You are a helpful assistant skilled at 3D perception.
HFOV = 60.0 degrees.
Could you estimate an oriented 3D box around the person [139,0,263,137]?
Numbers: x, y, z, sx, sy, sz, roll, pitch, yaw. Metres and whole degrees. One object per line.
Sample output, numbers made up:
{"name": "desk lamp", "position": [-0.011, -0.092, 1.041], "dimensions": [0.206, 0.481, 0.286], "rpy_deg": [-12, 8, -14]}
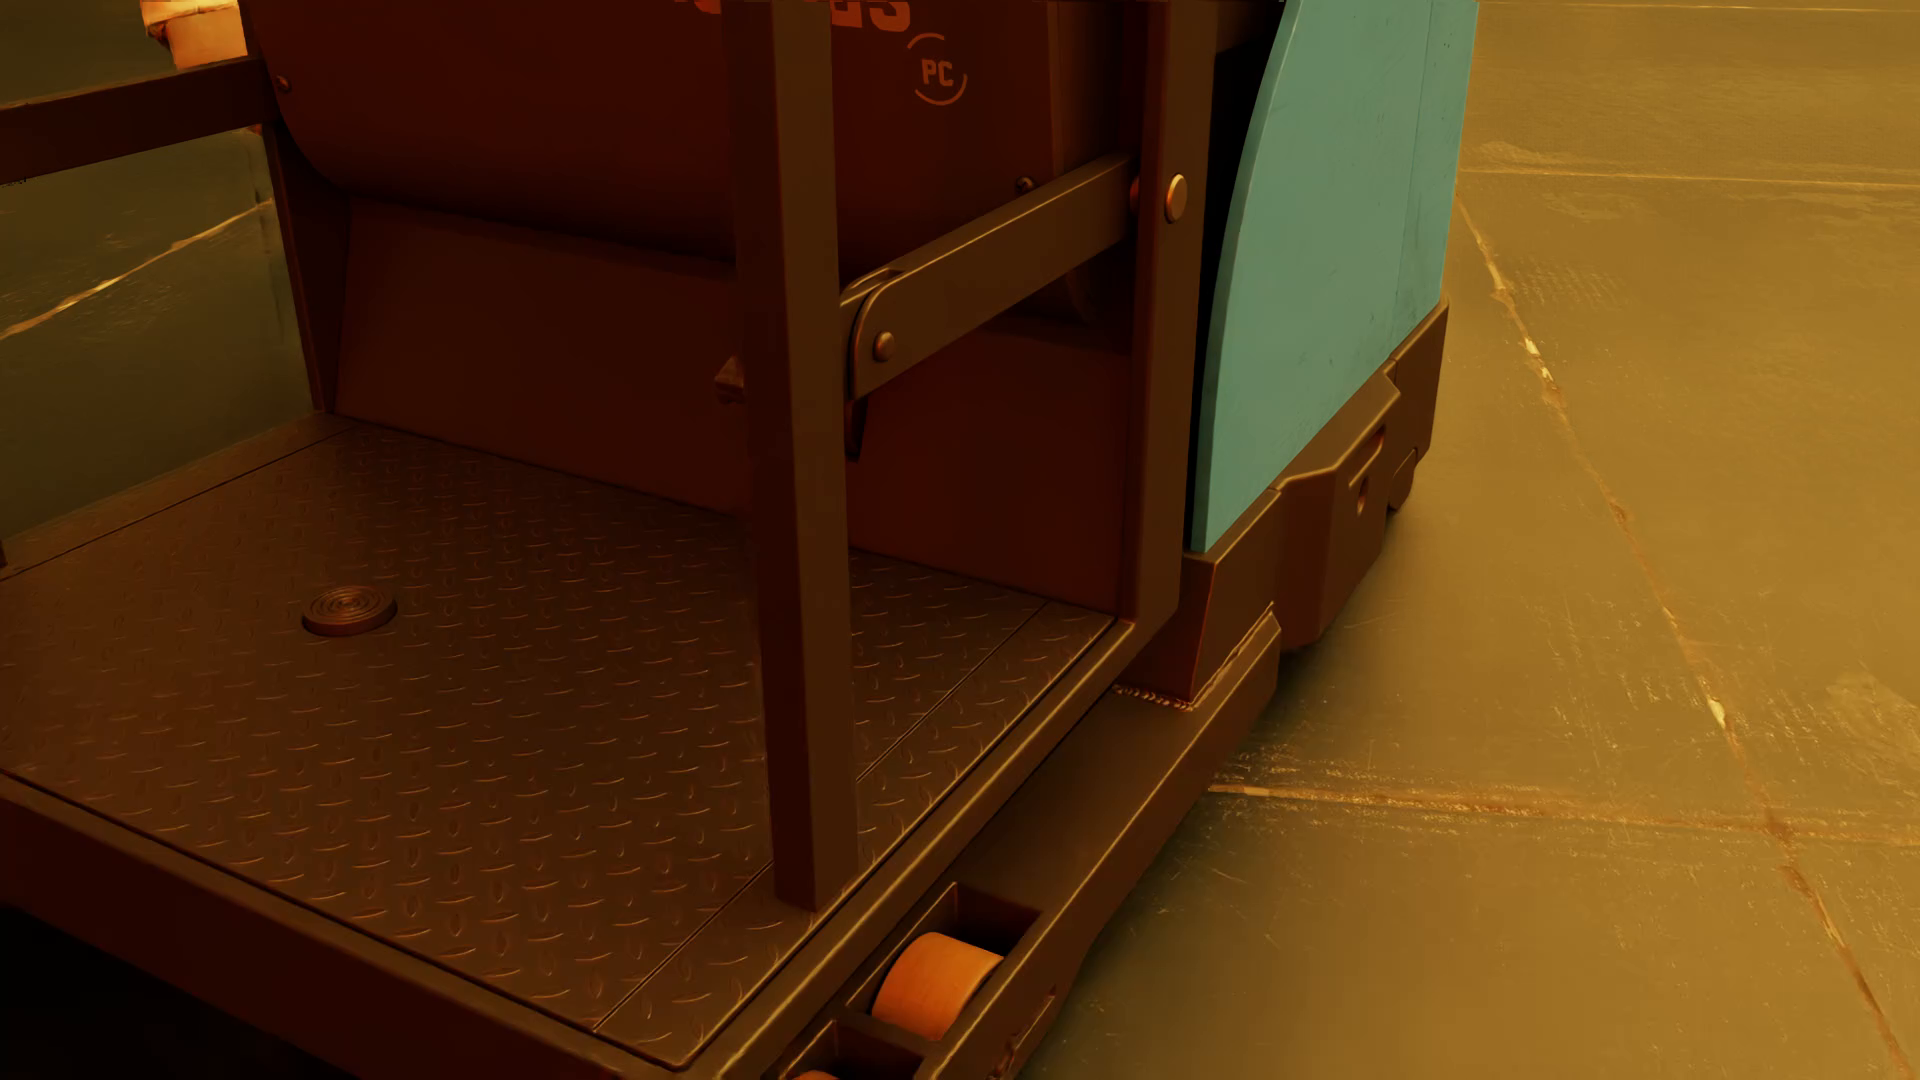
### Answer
{"name": "person", "position": [-0.893, -0.969, 2.877], "dimensions": [1.127, 1.433, 0.912], "rpy_deg": [4, 27, 7]}

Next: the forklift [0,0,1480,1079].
{"name": "forklift", "position": [-0.407, -0.951, 1.124], "dimensions": [1.130, 2.935, 3.031], "rpy_deg": [14, 30, 26]}
